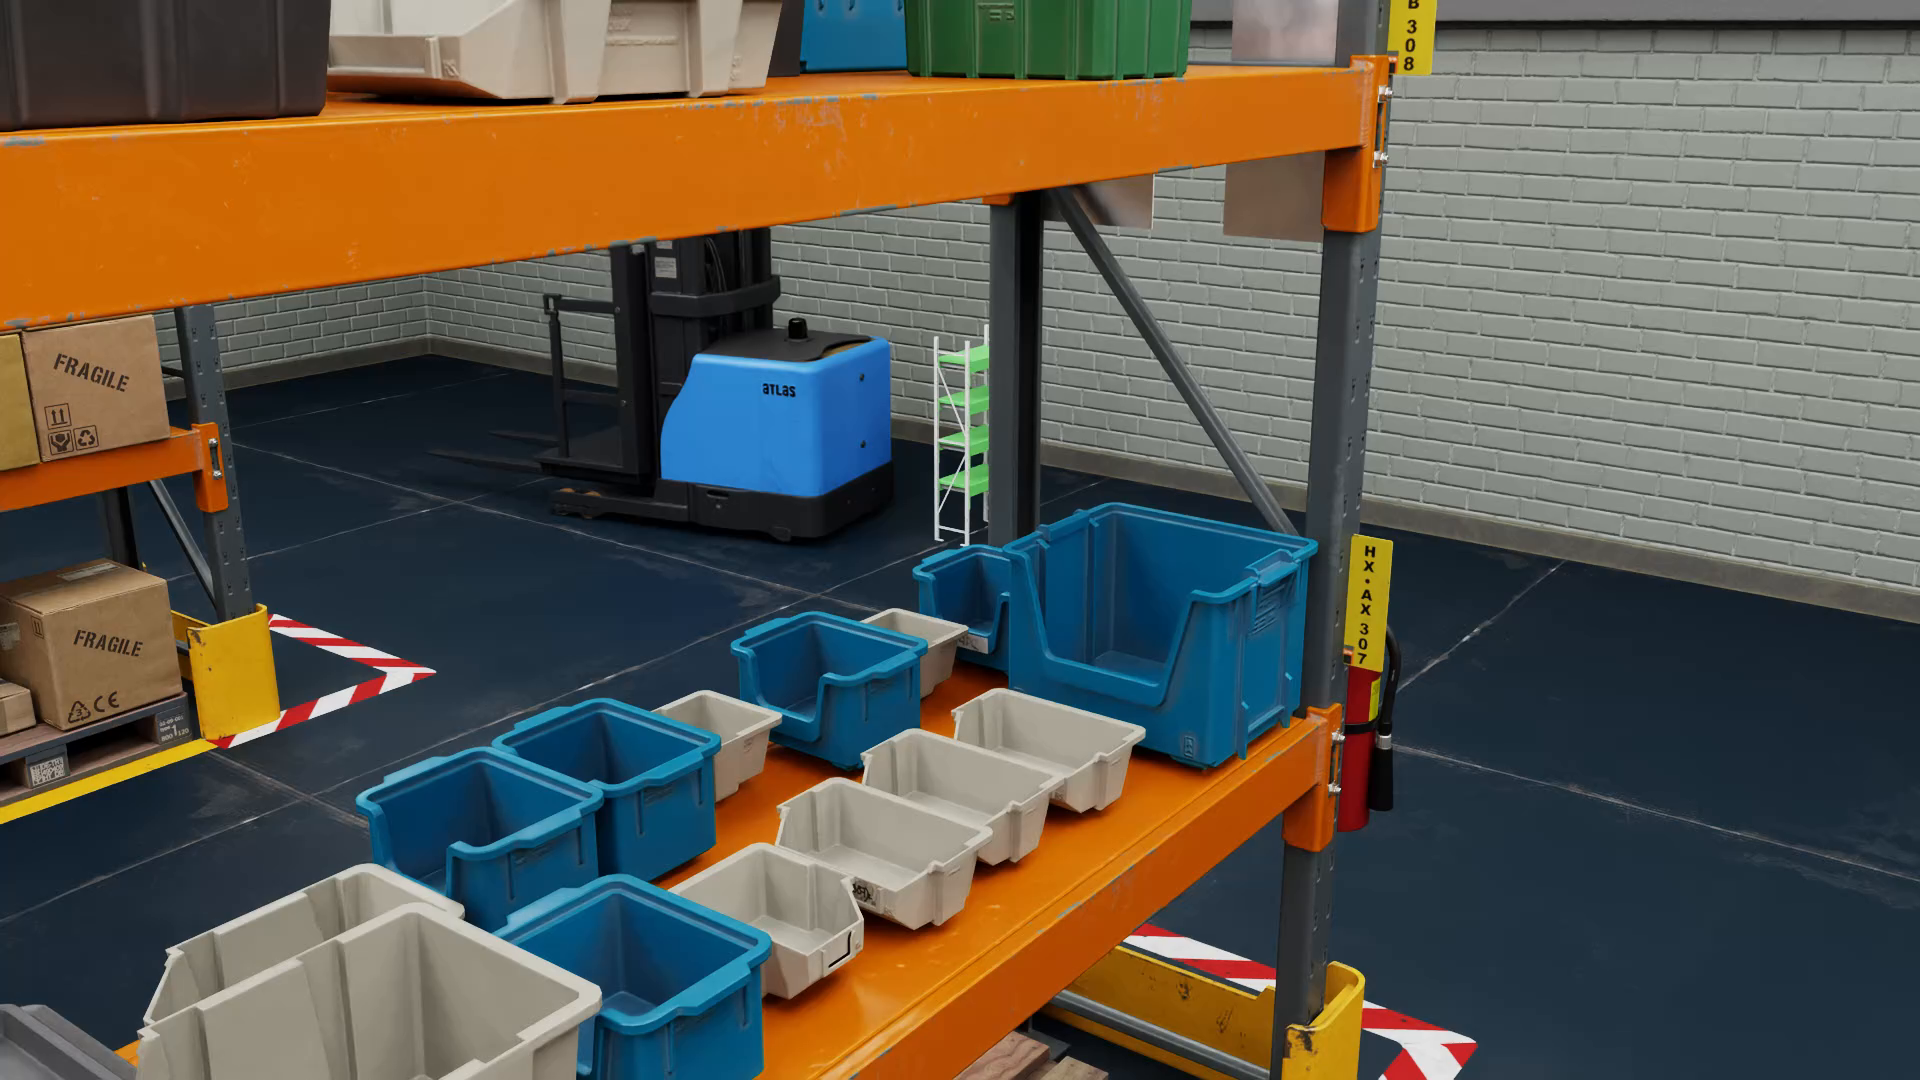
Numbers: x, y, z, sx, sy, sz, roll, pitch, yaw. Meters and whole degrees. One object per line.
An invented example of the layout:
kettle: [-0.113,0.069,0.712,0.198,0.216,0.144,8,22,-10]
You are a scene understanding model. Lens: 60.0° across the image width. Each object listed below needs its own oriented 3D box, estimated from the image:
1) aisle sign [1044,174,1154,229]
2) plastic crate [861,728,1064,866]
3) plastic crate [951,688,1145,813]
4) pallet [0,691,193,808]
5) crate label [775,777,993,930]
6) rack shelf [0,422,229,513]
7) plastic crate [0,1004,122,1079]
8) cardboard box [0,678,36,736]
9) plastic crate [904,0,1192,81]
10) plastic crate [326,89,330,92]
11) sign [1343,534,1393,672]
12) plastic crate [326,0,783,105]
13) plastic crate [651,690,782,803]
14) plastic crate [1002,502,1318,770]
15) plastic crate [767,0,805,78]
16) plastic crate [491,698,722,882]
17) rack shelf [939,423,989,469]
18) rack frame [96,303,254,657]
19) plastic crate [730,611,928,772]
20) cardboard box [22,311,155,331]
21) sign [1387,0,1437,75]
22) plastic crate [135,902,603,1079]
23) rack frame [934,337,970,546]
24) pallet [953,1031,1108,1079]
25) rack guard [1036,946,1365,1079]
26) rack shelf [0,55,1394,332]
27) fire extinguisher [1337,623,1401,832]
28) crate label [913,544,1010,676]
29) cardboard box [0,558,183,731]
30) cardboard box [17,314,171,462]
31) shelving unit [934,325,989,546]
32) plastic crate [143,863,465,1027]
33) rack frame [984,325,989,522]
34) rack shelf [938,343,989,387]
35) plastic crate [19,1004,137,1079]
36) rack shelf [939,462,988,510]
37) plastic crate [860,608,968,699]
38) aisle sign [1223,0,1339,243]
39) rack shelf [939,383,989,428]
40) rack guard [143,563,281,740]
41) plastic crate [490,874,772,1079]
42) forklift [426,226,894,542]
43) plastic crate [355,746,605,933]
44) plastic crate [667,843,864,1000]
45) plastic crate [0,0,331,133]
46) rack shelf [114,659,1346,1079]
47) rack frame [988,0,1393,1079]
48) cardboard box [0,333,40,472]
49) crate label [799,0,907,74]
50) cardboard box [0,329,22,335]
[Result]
aisle sign: [0.315,-1.177,4.092,0.394,0.787,0.004,12,21,35]
plastic crate: [-0.014,0.524,3.341,0.396,0.136,0.243,12,21,35]
plastic crate: [0.170,0.458,3.555,0.396,0.136,0.243,12,21,35]
pallet: [-3.984,0.798,6.818,1.003,0.211,1.213,12,21,35]
crate label: [-0.160,0.595,3.113,0.396,0.136,0.243,12,21,35]
rack shelf: [-4.657,0.078,5.647,1.077,0.370,4.000,12,21,35]
plastic crate: [-1.139,0.860,1.709,0.402,0.464,0.583,12,21,35]
cardboard box: [-3.905,0.655,6.613,0.380,0.166,0.250,12,21,35]
plastic crate: [0.153,-0.912,2.921,0.450,0.188,0.336,12,21,35]
plastic crate: [-1.057,-0.768,2.302,0.437,0.282,0.530,12,21,35]
sign: [0.962,0.150,3.928,0.100,0.325,0.005,12,21,35]
plastic crate: [-0.521,-0.636,2.121,0.437,0.136,0.530,12,21,35]
plastic crate: [-0.562,0.456,3.562,0.250,0.136,0.298,12,21,35]
plastic crate: [0.461,0.202,3.876,0.616,0.435,0.499,12,21,35]
plastic crate: [-0.620,-0.953,2.802,0.504,0.338,0.767,12,21,35]
plastic crate: [-0.685,0.500,3.257,0.416,0.233,0.300,12,21,35]
rack shelf: [0.099,-0.551,9.712,0.258,0.148,0.480,12,21,35]
rack frame: [-3.465,-0.742,7.075,1.000,3.000,0.127,12,21,35]
plastic crate: [-0.293,0.343,3.762,0.416,0.233,0.300,12,21,35]
cardboard box: [-3.509,-1.112,6.414,0.500,0.500,0.500,12,21,34]
sign: [0.962,-1.155,3.523,0.100,0.325,0.005,12,21,35]
plastic crate: [-0.815,0.784,2.260,0.437,0.282,0.530,12,21,35]
rack frame: [-0.047,-0.554,9.506,0.240,1.200,0.015,12,21,35]
pallet: [-0.012,1.656,4.056,1.003,0.211,1.213,12,21,35]
rack guard: [0.515,1.320,4.650,1.175,0.500,0.348,12,21,35]
rack shelf: [-0.681,-0.478,2.381,1.077,0.370,4.000,12,21,35]
fire extinguisher: [0.966,0.394,4.177,0.296,0.674,0.183,12,21,35]
crate label: [0.099,0.186,4.267,0.416,0.233,0.303,12,21,35]
cardboard box: [-3.591,0.415,6.823,0.500,0.500,0.500,12,21,35]
cardboard box: [-3.513,-0.635,6.561,0.500,0.500,0.500,13,22,36]
shelving unit: [0.099,-0.612,9.693,0.258,1.200,0.503,12,21,35]
plastic crate: [-1.076,0.717,2.722,0.293,0.136,0.466,12,21,35]
rack frame: [0.244,-0.671,9.880,0.240,1.200,0.015,12,21,35]
rack shelf: [0.099,-1.010,9.569,0.258,0.148,0.480,12,21,35]
plastic crate: [-1.421,0.876,2.228,0.437,0.125,0.590,12,21,35]
rack shelf: [0.099,-0.322,9.783,0.258,0.148,0.480,12,21,35]
plastic crate: [-0.158,0.294,4.082,0.250,0.136,0.298,12,21,35]
aisle sign: [0.789,-1.072,3.756,0.394,0.787,0.004,12,21,35]
rack shelf: [0.099,-0.781,9.641,0.258,0.148,0.480,12,21,35]
rack guard: [-3.510,0.470,7.387,1.175,0.500,0.348,12,21,35]
plastic crate: [-0.507,0.720,2.548,0.416,0.233,0.300,12,21,35]
forklift: [-1.969,-1.661,10.151,3.031,2.935,1.130,8,19,23]
plastic crate: [-0.864,0.571,3.027,0.416,0.233,0.300,12,21,35]
plastic crate: [-0.322,0.669,2.876,0.298,0.136,0.250,12,21,35]
plastic crate: [-0.912,-0.530,1.556,0.497,0.269,0.590,12,21,35]
rack shelf: [-0.681,0.954,2.826,1.077,0.370,4.000,12,21,35]
rack frame: [0.511,0.134,4.253,1.000,3.000,0.127,12,21,35]
cardboard box: [-3.819,-0.511,6.161,0.500,0.500,0.500,13,21,35]
crate label: [-0.298,-1.064,3.306,0.408,0.251,0.502,12,21,35]
cardboard box: [-3.810,-0.992,6.026,0.500,0.500,0.500,13,22,36]
